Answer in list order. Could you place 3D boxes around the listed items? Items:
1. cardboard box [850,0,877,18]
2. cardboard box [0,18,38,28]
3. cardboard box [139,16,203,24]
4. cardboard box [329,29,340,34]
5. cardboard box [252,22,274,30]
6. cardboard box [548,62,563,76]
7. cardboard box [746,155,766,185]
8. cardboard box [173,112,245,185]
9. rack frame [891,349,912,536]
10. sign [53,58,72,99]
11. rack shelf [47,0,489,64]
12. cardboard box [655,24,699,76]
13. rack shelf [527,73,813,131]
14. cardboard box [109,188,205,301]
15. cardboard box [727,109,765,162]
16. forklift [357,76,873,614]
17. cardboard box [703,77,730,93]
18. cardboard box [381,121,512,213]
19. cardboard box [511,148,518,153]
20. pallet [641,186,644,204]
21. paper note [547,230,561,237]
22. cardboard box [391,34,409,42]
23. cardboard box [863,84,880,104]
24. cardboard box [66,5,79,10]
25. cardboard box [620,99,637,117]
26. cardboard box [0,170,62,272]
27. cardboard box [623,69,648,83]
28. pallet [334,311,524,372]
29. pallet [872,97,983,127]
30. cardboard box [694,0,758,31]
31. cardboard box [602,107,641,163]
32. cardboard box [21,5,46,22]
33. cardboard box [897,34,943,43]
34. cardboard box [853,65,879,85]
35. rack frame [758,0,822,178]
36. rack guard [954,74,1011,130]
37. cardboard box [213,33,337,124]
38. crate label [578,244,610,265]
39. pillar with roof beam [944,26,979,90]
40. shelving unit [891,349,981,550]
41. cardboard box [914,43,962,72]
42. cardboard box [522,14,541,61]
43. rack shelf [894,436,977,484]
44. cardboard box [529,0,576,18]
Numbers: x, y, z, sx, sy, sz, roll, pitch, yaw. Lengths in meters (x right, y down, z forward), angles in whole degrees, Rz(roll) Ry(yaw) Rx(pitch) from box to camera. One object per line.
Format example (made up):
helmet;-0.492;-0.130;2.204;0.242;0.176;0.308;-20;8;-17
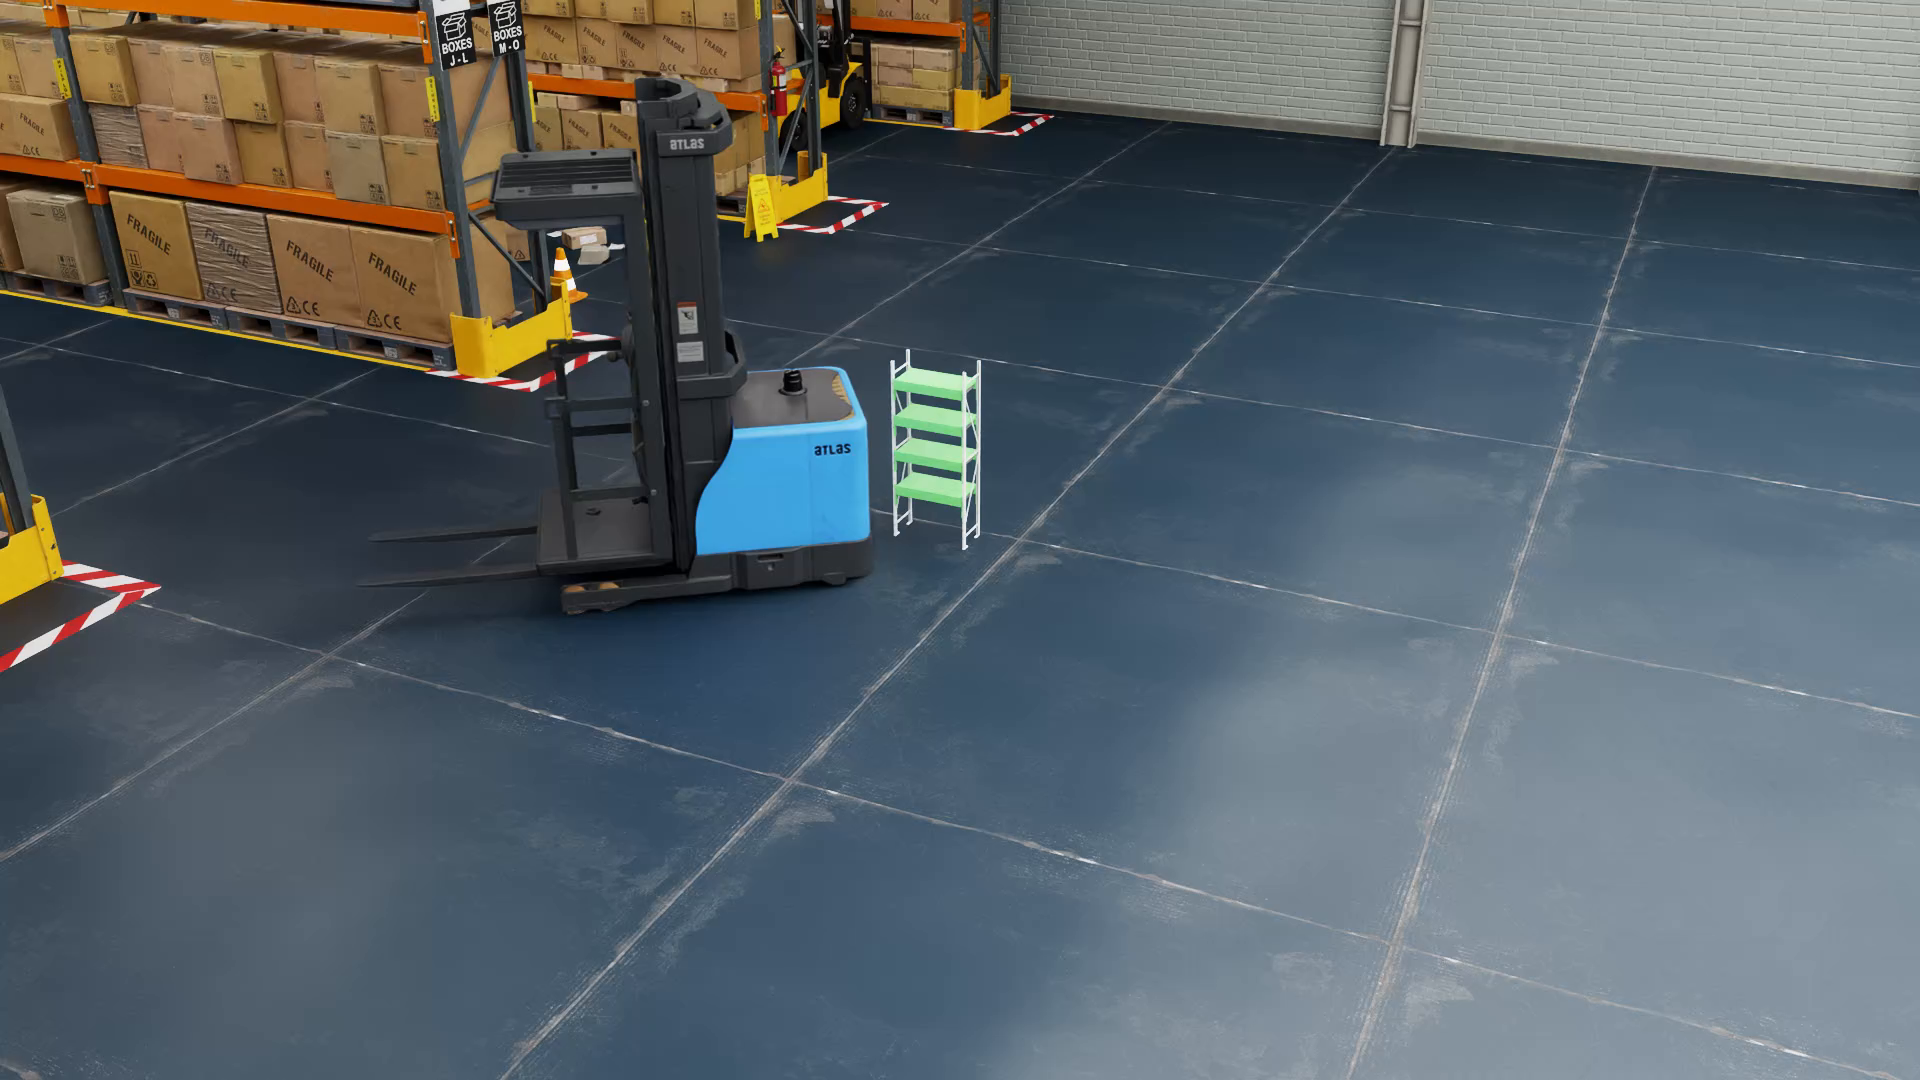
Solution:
cardboard box;-1.210;-7.132;21.726;0.500;0.500;0.500;11;28;21
cardboard box;-8.751;-4.404;15.054;0.500;0.500;0.700;12;28;22
cardboard box;-9.620;-6.297;20.315;0.500;0.250;0.500;10;28;20
cardboard box;-7.114;-5.986;19.321;0.250;0.149;0.380;10;28;20
cardboard box;-8.118;-6.126;19.605;0.250;0.149;0.380;12;28;22
cardboard box;-4.285;-5.189;18.178;0.250;0.149;0.380;11;28;22
cardboard box;-2.390;-4.127;18.375;0.500;0.250;0.500;11;28;21
cardboard box;-6.074;-3.403;14.097;0.550;0.550;0.875;11;28;22
rack frame;-0.373;-0.613;10.637;0.015;1.200;0.240;11;28;22
sign;-7.584;-3.900;14.055;0.005;0.325;0.100;11;28;22
rack shelf;-5.547;-4.294;13.494;4.000;0.370;1.077;11;28;22
cardboard box;-2.832;-5.174;17.413;0.500;0.500;0.500;11;28;22
rack shelf;-3.590;-4.957;18.236;4.000;0.370;1.077;11;28;22
cardboard box;-6.824;-2.728;14.826;0.875;0.875;0.875;12;29;23
cardboard box;-2.411;-4.468;18.217;0.500;0.500;0.500;10;28;20
forklift;-2.105;-1.129;9.725;3.031;2.935;1.130;-5;27;-10
cardboard box;-2.475;-4.785;17.358;0.250;0.149;0.380;11;28;21
cardboard box;-4.083;-3.022;13.322;0.550;0.550;0.875;11;28;22
cardboard box;-4.986;-4.384;18.895;0.500;0.250;0.500;10;28;19
pallet;-3.670;-4.063;18.764;1.213;0.211;1.003;11;28;22
paper note;-4.165;-3.165;17.156;0.142;0.019;0.148;23;35;39
cardboard box;-6.226;-5.759;18.861;0.250;0.149;0.380;10;28;20
cardboard box;-1.177;-6.014;22.206;0.500;0.250;0.500;12;29;22
cardboard box;-11.014;-6.792;20.754;0.500;0.250;0.500;10;28;20
cardboard box;-3.436;-4.674;17.902;0.250;0.149;0.380;13;29;24
cardboard box;-8.847;-3.071;15.663;0.750;0.750;1.050;11;28;22
cardboard box;-3.392;-4.989;17.772;0.250;0.149;0.380;11;28;21
pallet;-4.487;-1.769;14.104;1.213;0.211;1.003;11;28;22
pallet;-0.432;-5.782;22.256;1.213;0.211;1.003;11;28;22
cardboard box;-2.325;-5.546;17.037;0.500;0.500;0.700;11;28;21
cardboard box;-3.540;-4.436;18.152;0.500;0.500;0.500;11;28;21
cardboard box;-11.471;-6.660;21.051;0.500;0.250;0.500;11;28;21
cardboard box;-0.534;-6.568;22.199;0.500;0.250;0.500;11;28;22
cardboard box;-1.222;-6.235;22.089;0.500;0.250;0.500;11;28;21
rack frame;-1.770;-4.914;17.335;0.127;3.000;1.000;11;28;22
rack guard;0.303;-5.785;21.933;0.348;0.500;1.175;11;28;22
cardboard box;-5.577;-3.805;13.691;0.500;0.550;0.875;11;28;22
crate label;-3.586;-2.800;16.282;0.298;0.136;0.250;-2;26;-5
pillar with roof beam;-1.761;-8.361;17.544;0.400;9.000;9.100;11;28;22
shelving unit;-0.151;-0.569;10.546;0.503;1.200;0.258;11;28;22
cardboard box;-0.267;-6.273;21.600;0.500;0.250;0.500;12;29;24
cardboard box;-4.659;-5.549;18.174;0.500;0.500;0.500;11;28;22
rack shelf;-0.151;-0.511;10.575;0.480;0.148;0.258;11;28;22
cardboard box;-4.198;-5.900;17.755;0.500;0.500;0.700;11;28;21
